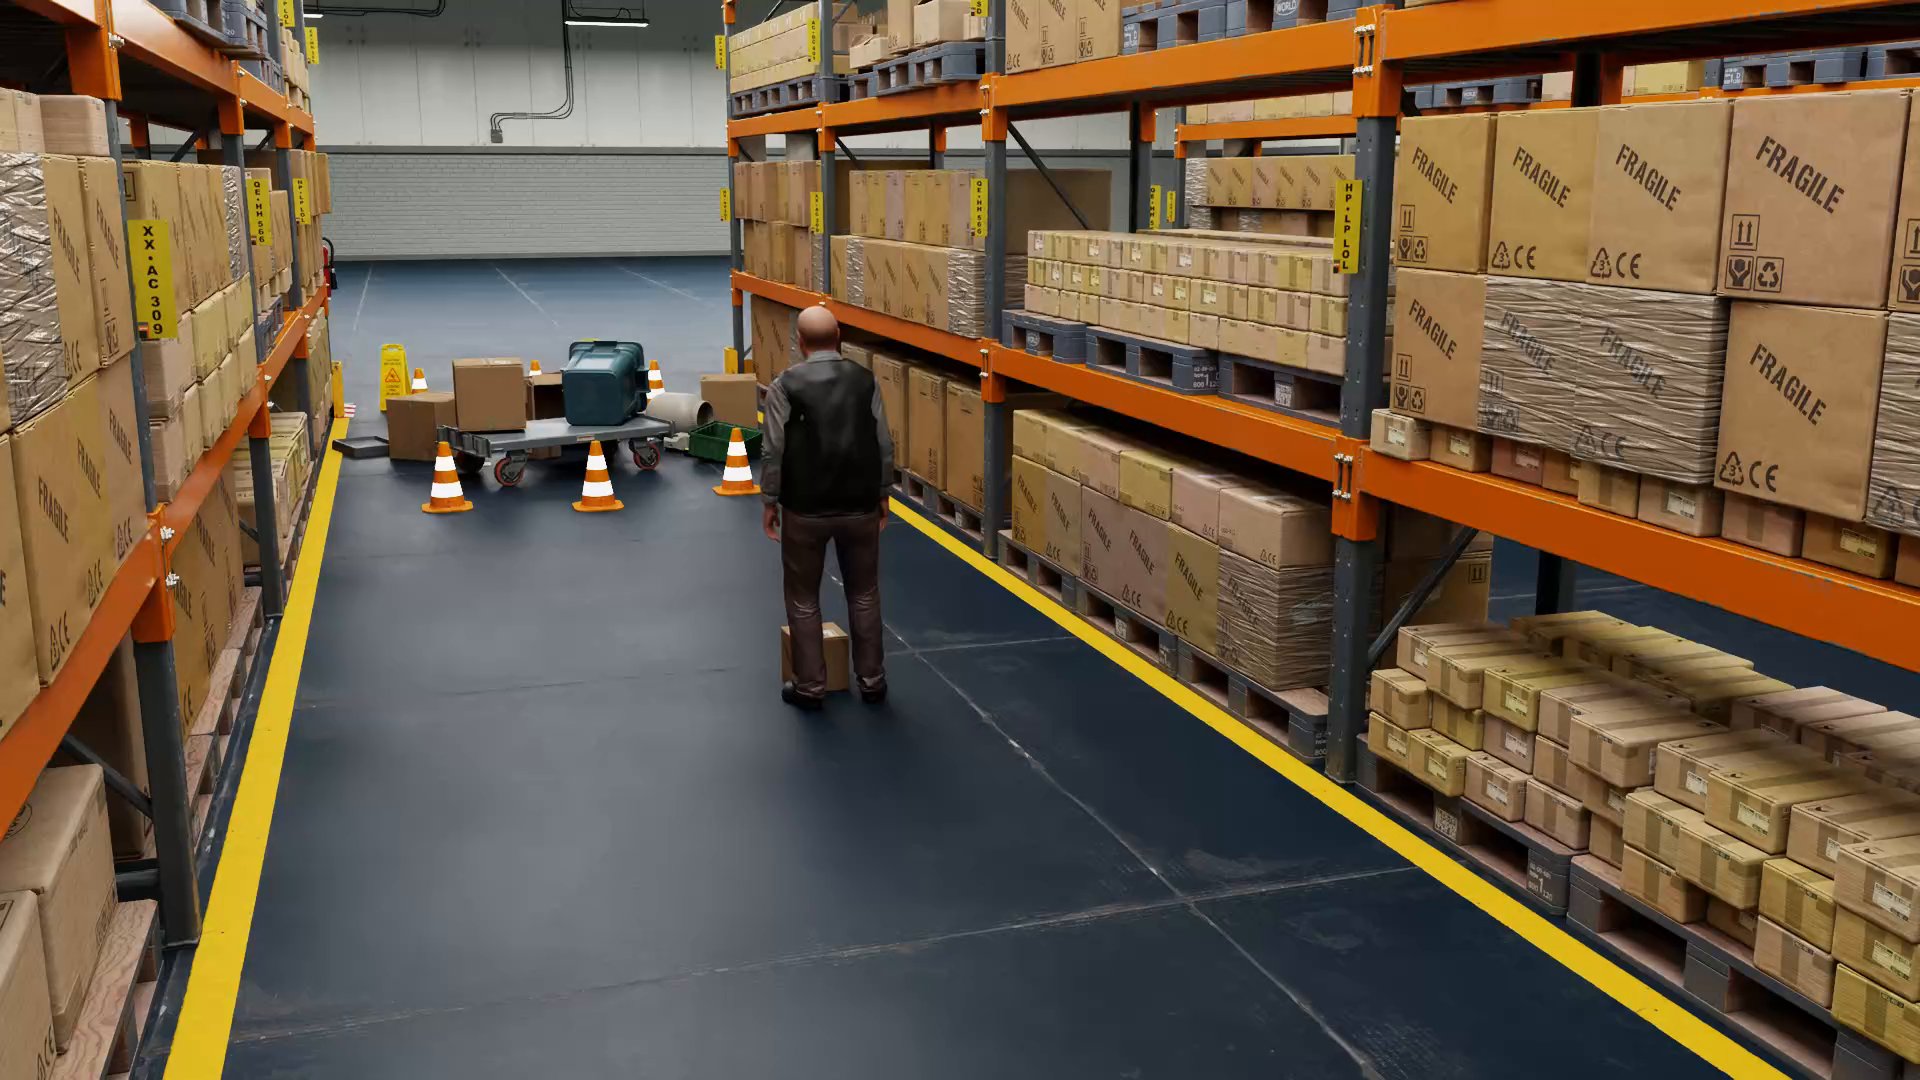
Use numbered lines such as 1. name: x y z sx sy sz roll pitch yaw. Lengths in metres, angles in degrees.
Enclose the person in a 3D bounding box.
1. person: -0.559 -0.129 7.114 0.583 1.721 0.412 -4 13 -19
